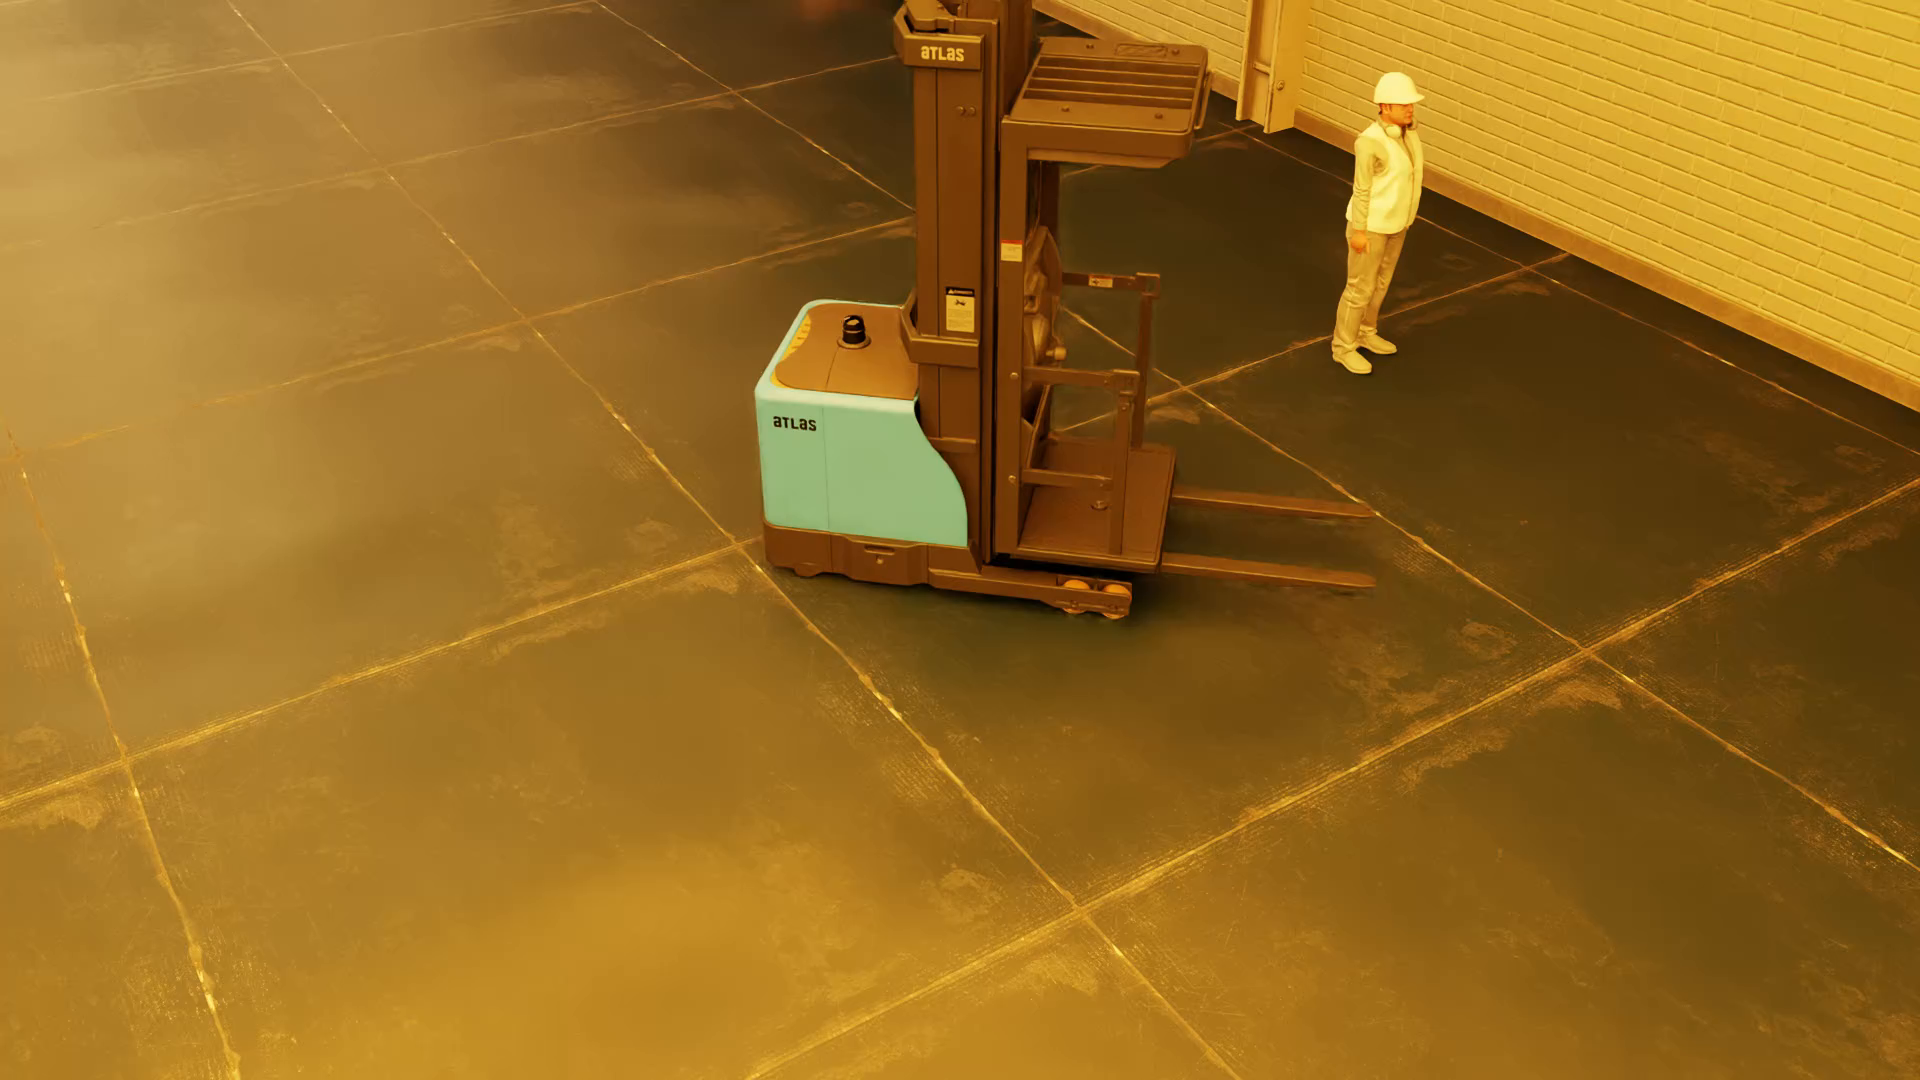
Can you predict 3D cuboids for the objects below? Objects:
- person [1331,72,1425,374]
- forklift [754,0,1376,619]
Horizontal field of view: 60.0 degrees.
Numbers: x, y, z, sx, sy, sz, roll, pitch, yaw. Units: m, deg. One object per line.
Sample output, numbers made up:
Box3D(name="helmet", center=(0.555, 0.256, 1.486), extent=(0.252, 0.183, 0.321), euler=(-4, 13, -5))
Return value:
Box3D(name="person", center=(2.494, -1.882, 9.834), extent=(0.362, 1.776, 0.528), euler=(27, 43, 33))
Box3D(name="forklift", center=(0.575, -1.148, 7.781), extent=(3.031, 2.935, 1.130), euler=(6, 36, 9))
